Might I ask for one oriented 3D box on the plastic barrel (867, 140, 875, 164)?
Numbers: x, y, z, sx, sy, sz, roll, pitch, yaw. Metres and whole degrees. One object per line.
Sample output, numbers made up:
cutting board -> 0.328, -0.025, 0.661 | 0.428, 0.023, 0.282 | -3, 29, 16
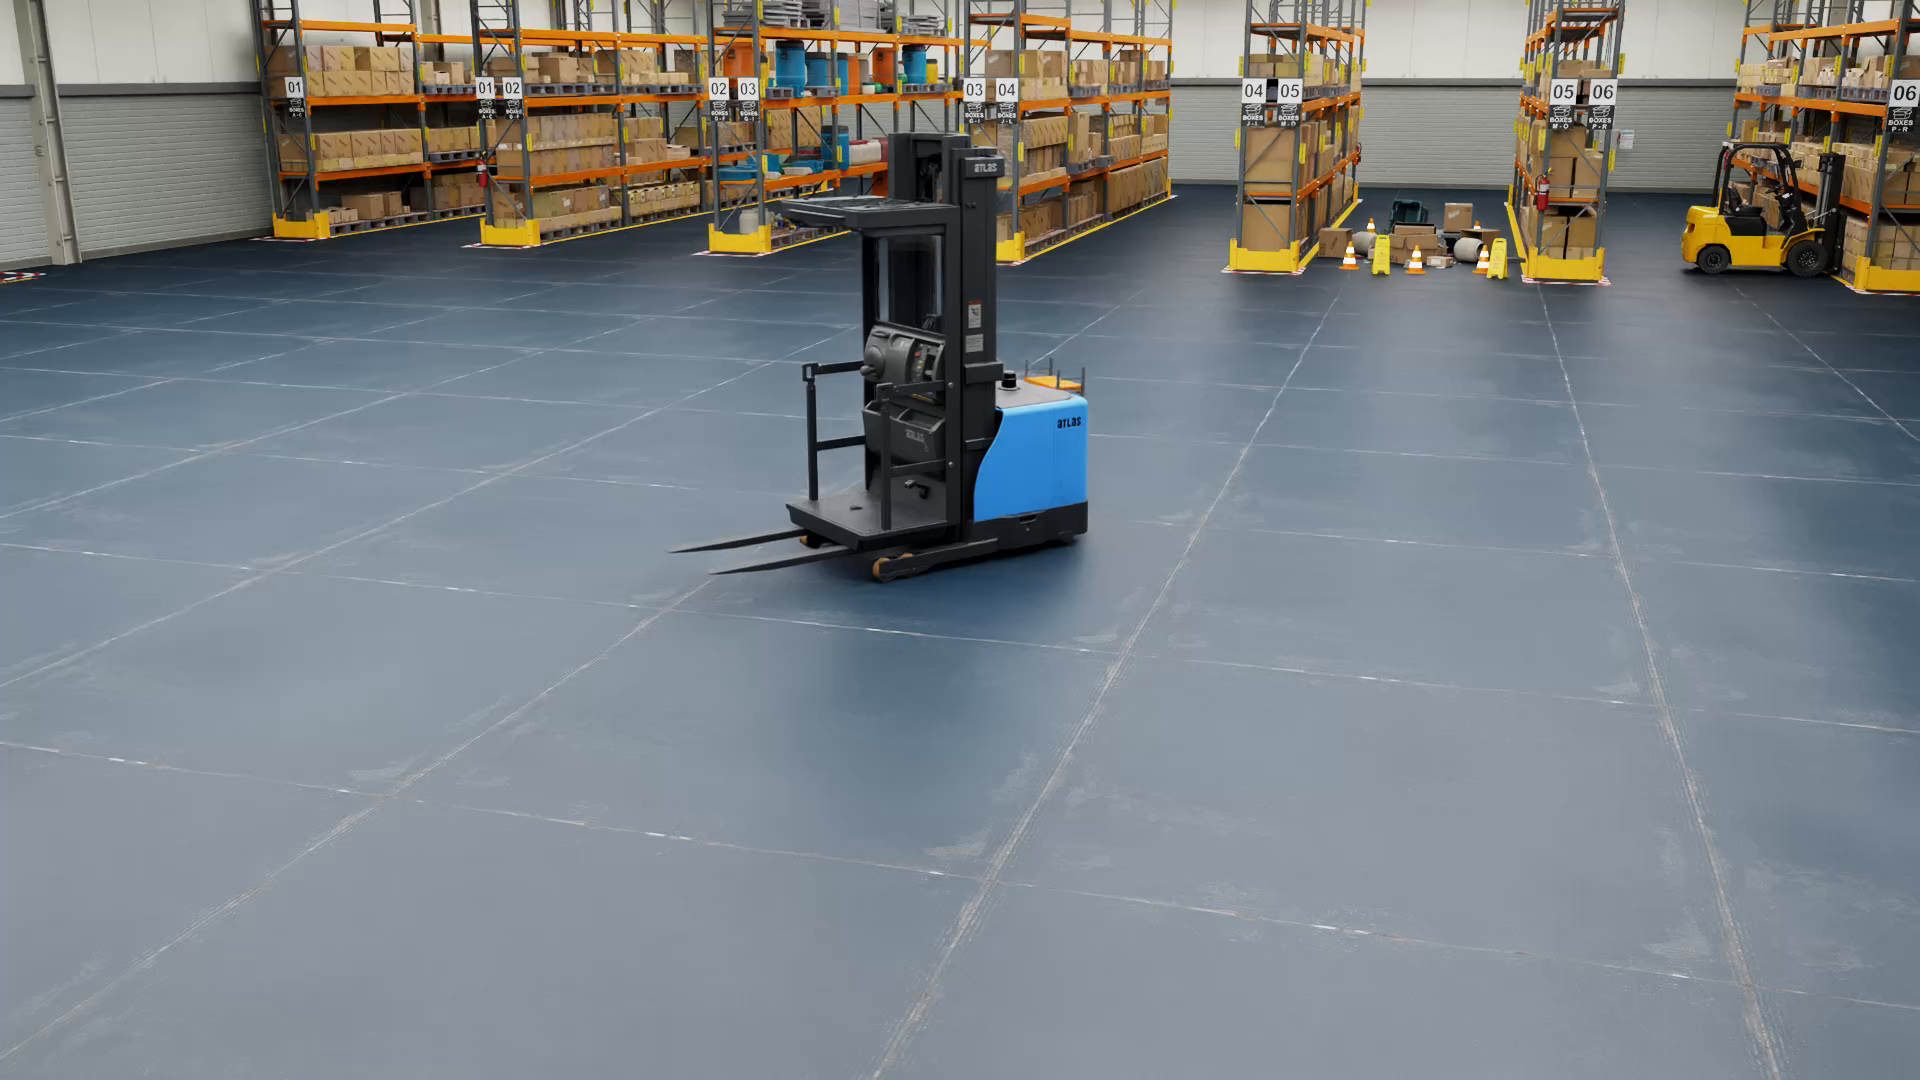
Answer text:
plastic barrel -> -2.119, -8.708, 37.329 | 0.421, 0.512, 0.421 | 0, 16, 0

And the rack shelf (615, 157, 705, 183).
rack shelf -> -7.228, -8.566, 38.352 | 1.077, 0.370, 4.000 | 5, 16, 16

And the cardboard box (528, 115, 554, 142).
cardboard box -> -8.629, -8.288, 33.491 | 0.700, 0.500, 0.500 | 4, 16, 14

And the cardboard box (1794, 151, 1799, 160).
cardboard box -> 16.595, -7.454, 32.472 | 0.500, 0.250, 0.500 | 5, 17, 18

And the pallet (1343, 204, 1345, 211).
pallet -> 8.858, -8.139, 40.636 | 1.003, 0.211, 1.213 | 5, 16, 16

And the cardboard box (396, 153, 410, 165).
cardboard box -> -12.540, -8.432, 36.800 | 0.500, 0.250, 0.500 | 5, 17, 16

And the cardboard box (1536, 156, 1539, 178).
cardboard box -> 10.248, -6.421, 28.741 | 0.500, 0.500, 0.500 | 5, 16, 16

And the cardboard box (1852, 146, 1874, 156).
cardboard box -> 15.297, -6.567, 28.068 | 0.380, 0.149, 0.250 | 5, 16, 16

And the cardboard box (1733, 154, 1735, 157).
cardboard box -> 19.016, -9.421, 40.509 | 0.380, 0.149, 0.250 | 4, 16, 15

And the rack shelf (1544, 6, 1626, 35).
rack shelf -> 10.634, -8.867, 28.423 | 1.077, 0.370, 4.000 | 5, 16, 16

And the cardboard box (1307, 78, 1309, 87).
cardboard box -> 5.839, -7.932, 28.807 | 0.380, 0.149, 0.250 | 5, 16, 16

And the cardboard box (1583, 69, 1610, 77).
cardboard box -> 10.362, -7.588, 27.086 | 0.380, 0.149, 0.250 | 5, 16, 15

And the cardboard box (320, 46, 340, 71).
cardboard box -> -13.150, -9.917, 34.246 | 0.500, 0.500, 0.500 | 4, 16, 15

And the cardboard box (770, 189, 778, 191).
cardboard box -> -5.196, -9.493, 44.423 | 0.500, 0.311, 0.500 | 5, 16, 16

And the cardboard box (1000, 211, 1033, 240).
cardboard box -> 1.091, -6.056, 31.996 | 0.500, 0.500, 0.500 | 6, 17, 21

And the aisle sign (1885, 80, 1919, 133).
aisle sign -> 14.525, -6.677, 25.609 | 0.394, 0.787, 0.004 | 5, 16, 16

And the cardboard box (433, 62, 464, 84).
cardboard box -> -11.964, -10.925, 38.899 | 0.500, 0.500, 0.500 | 4, 16, 14

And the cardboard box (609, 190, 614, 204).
cardboard box -> -7.956, -7.666, 37.102 | 0.500, 0.311, 0.500 | 5, 16, 16

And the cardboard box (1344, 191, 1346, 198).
cardboard box -> 9.111, -8.345, 40.165 | 0.380, 0.149, 0.250 | 5, 17, 18

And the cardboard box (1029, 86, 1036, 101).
cardboard box -> 1.089, -8.186, 30.470 | 0.500, 0.250, 0.500 | 4, 16, 15

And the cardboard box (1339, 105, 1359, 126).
cardboard box -> 9.946, -10.881, 42.635 | 0.500, 0.500, 0.500 | 4, 16, 15

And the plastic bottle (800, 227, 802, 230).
plastic bottle -> -3.245, -6.423, 33.669 | 0.097, 0.271, 0.097 | 0, 16, 0

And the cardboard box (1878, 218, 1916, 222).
cardboard box -> 15.434, -5.153, 27.438 | 0.500, 0.250, 0.500 | 5, 16, 16

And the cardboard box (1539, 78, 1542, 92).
cardboard box -> 10.815, -8.271, 30.227 | 0.500, 0.250, 0.500 | 4, 16, 15

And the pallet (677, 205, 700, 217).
pallet -> -6.931, -7.882, 39.730 | 1.003, 0.211, 1.213 | 5, 16, 16

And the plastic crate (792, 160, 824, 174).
plastic crate -> -3.102, -7.622, 33.976 | 0.499, 0.251, 0.616 | 5, 16, 16

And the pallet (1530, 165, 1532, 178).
pallet -> 11.816, -7.284, 32.866 | 1.003, 0.211, 1.213 | 5, 16, 16

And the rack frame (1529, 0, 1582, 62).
rack frame -> 13.476, -11.830, 37.548 | 1.000, 3.000, 0.127 | 5, 16, 16

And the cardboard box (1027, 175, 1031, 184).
cardboard box -> 1.100, -6.704, 30.927 | 0.380, 0.149, 0.250 | 5, 16, 16

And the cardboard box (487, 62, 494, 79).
cardboard box -> -11.330, -11.650, 41.421 | 0.700, 0.500, 0.500 | 3, 16, 12

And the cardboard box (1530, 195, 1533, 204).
cardboard box -> 10.683, -6.242, 30.545 | 0.380, 0.149, 0.250 | 5, 17, 17

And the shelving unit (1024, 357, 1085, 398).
shelving unit -> 0.714, -0.771, 12.840 | 0.258, 1.200, 0.503 | -7, 17, -26

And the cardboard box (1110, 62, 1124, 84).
cardboard box -> 3.398, -10.897, 38.796 | 0.797, 0.503, 0.637 | 4, 16, 15

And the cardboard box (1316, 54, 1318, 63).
cardboard box -> 6.270, -8.714, 30.104 | 0.380, 0.149, 0.250 | 4, 16, 15

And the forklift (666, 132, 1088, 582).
forklift -> -0.561, -1.285, 11.490 | 3.031, 2.935, 1.130 | -11, 19, -33

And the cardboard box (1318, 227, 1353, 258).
cardboard box -> 6.970, -5.522, 30.876 | 0.500, 0.500, 0.500 | 8, 18, 25

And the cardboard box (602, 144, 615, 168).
cardboard box -> -7.916, -8.321, 35.984 | 0.700, 0.500, 0.500 | 4, 16, 14

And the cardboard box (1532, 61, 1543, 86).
cardboard box -> 12.301, -9.703, 34.585 | 0.797, 0.503, 0.637 | 4, 16, 12

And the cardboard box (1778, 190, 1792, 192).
cardboard box -> 17.519, -7.379, 35.472 | 0.380, 0.149, 0.250 | 5, 17, 16

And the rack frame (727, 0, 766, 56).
rack frame -> -5.523, -13.368, 42.969 | 1.000, 3.000, 0.127 | 5, 16, 16

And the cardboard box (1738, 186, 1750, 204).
cardboard box -> 18.532, -7.961, 38.713 | 0.700, 0.500, 0.500 | 4, 16, 14

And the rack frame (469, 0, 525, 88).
rack frame -> -8.933, -10.229, 31.900 | 1.000, 3.000, 0.127 | 5, 16, 16

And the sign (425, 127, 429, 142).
sign -> -12.024, -9.149, 37.500 | 0.100, 0.325, 0.005 | 5, 16, 16

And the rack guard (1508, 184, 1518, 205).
rack guard -> 14.619, -8.795, 42.419 | 1.175, 0.500, 0.348 | 5, 16, 16

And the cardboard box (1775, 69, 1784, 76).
cardboard box -> 17.349, -9.824, 34.934 | 0.380, 0.149, 0.250 | 5, 17, 16

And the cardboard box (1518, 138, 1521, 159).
cardboard box -> 13.503, -9.269, 39.327 | 0.500, 0.500, 0.500 | 4, 16, 15

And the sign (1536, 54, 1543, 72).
sign -> 10.669, -8.775, 30.602 | 0.100, 0.325, 0.005 | 5, 16, 16

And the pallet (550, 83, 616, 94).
pallet -> -8.014, -9.564, 35.218 | 1.003, 0.211, 1.213 | 5, 16, 16

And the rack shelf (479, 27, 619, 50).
rack shelf -> -8.364, -10.213, 33.898 | 1.077, 0.370, 4.000 | 5, 16, 16

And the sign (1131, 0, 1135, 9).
sign -> 4.581, -14.216, 43.955 | 0.100, 0.325, 0.005 | 5, 16, 16

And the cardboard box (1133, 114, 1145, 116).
cardboard box -> 4.574, -10.956, 43.813 | 0.500, 0.500, 0.500 | 4, 16, 15

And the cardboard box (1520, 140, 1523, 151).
cardboard box -> 13.080, -9.019, 37.990 | 0.500, 0.250, 0.500 | 4, 16, 14

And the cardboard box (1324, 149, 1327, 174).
cardboard box -> 7.122, -7.636, 33.572 | 0.500, 0.500, 0.500 | 5, 16, 16
